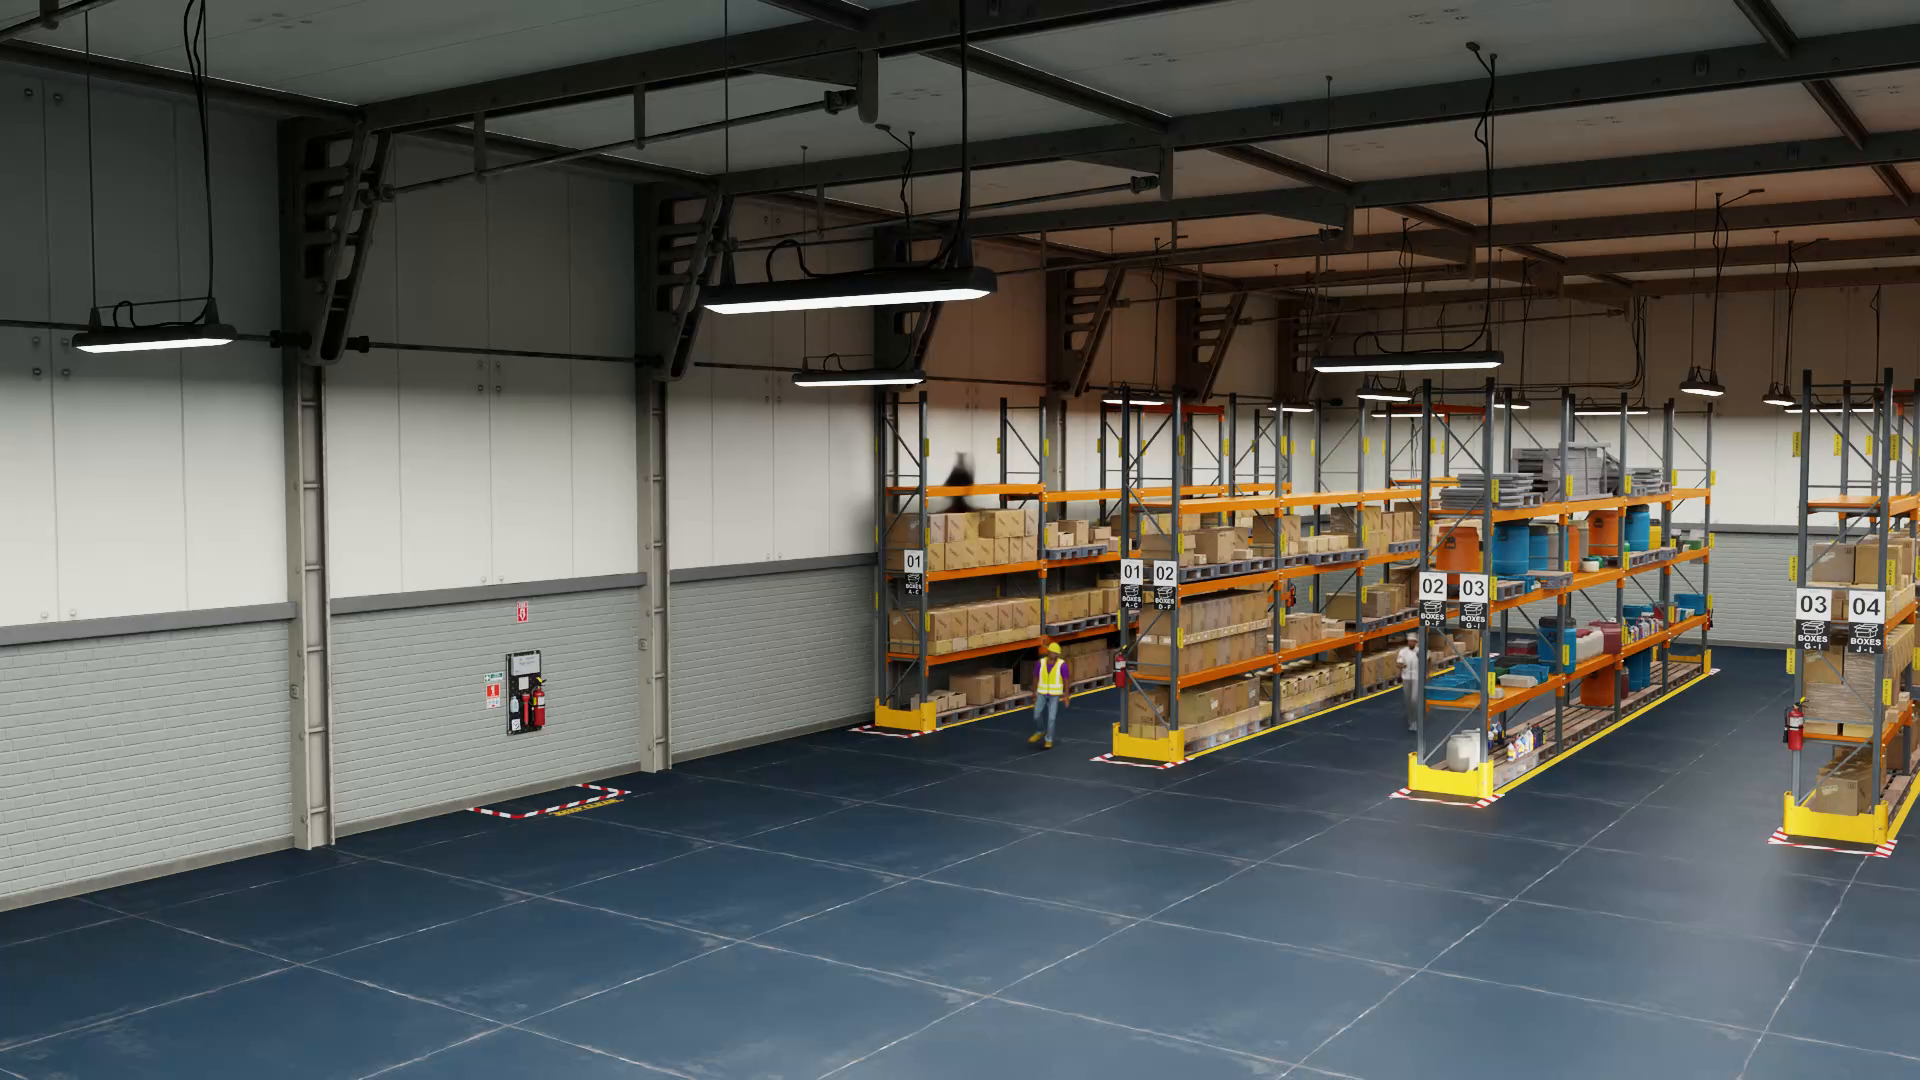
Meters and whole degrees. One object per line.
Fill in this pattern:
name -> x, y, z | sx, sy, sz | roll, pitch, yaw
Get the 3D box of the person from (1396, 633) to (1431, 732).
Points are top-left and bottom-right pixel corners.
person -> 8.065, 2.514, 29.617 | 0.560, 1.750, 0.847 | 2, 4, 27

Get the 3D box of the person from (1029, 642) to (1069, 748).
person -> 1.481, 2.569, 27.704 | 0.700, 1.758, 0.484 | 1, 3, 9
